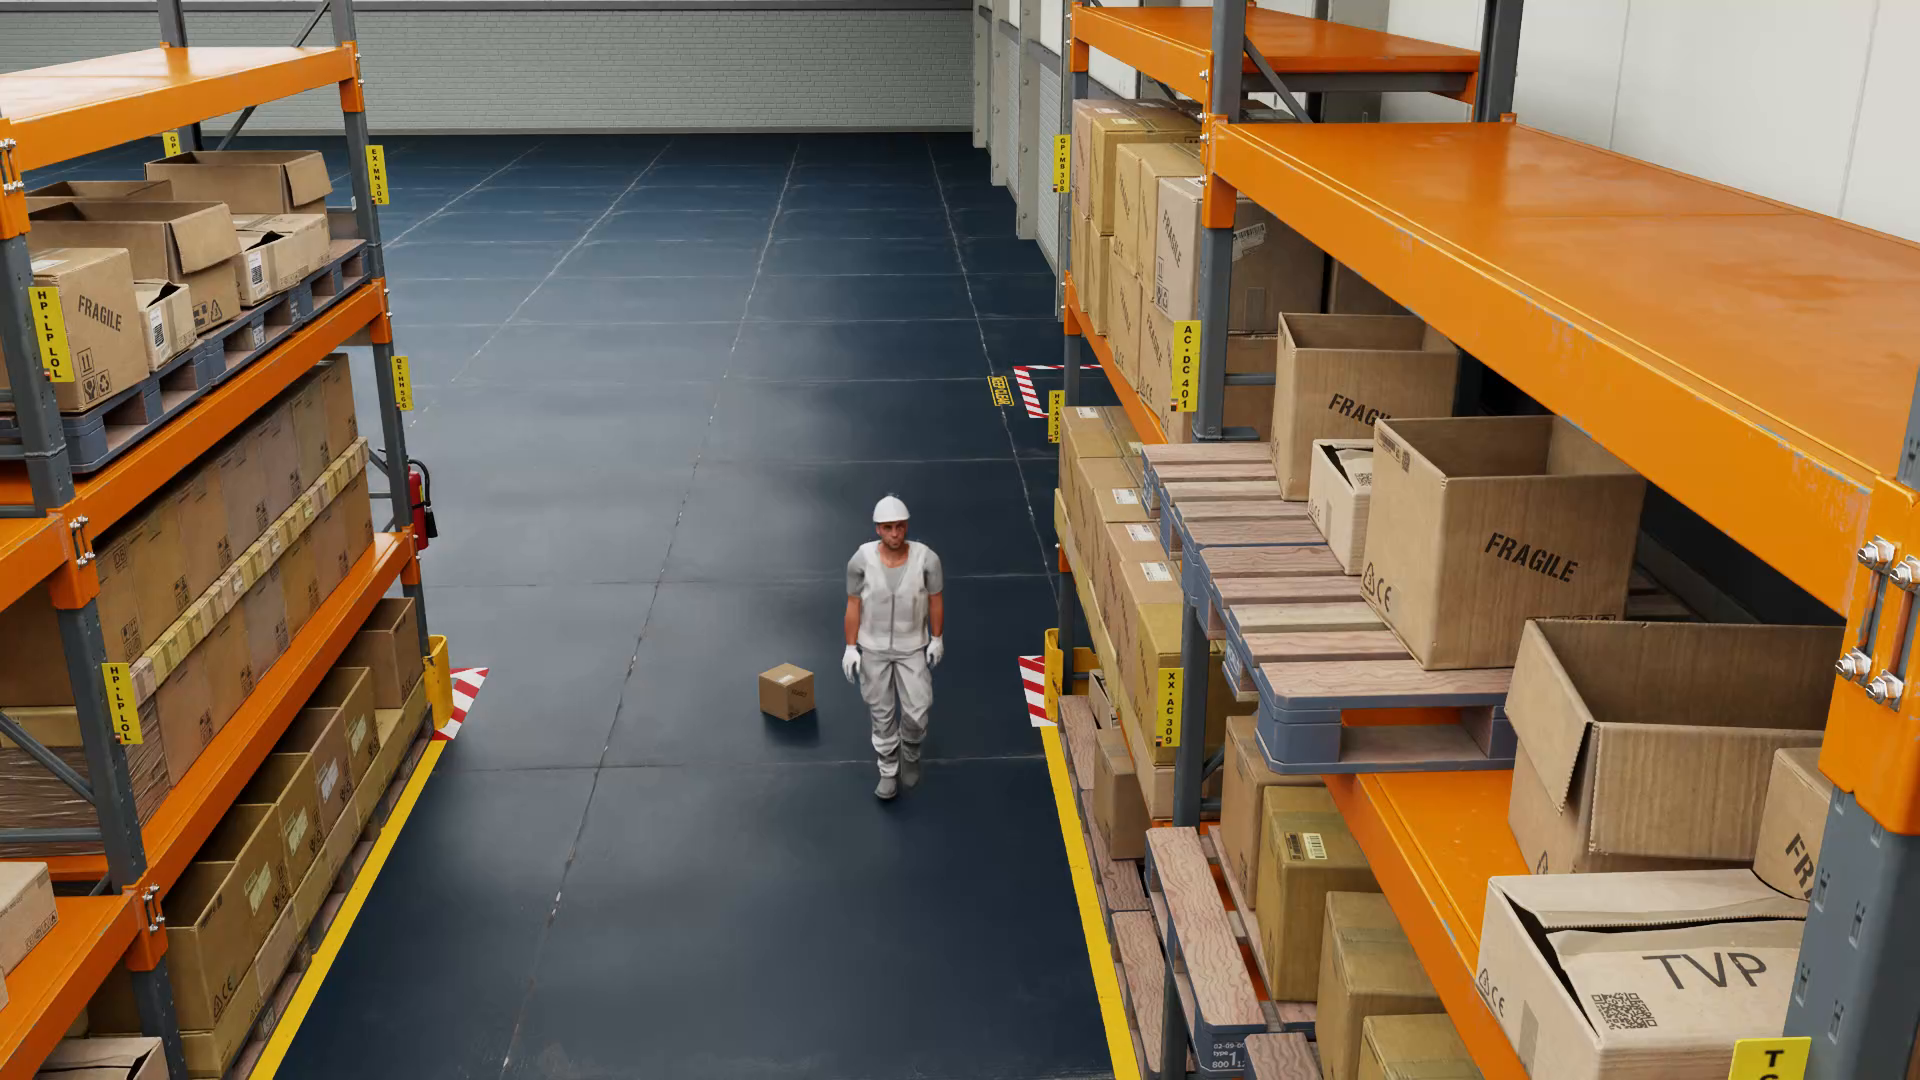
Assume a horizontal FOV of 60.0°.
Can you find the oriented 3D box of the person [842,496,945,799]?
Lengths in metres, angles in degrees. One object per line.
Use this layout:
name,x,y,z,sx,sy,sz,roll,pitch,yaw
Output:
person,-0.370,0.618,9.293,0.570,1.795,0.462,0,20,0
